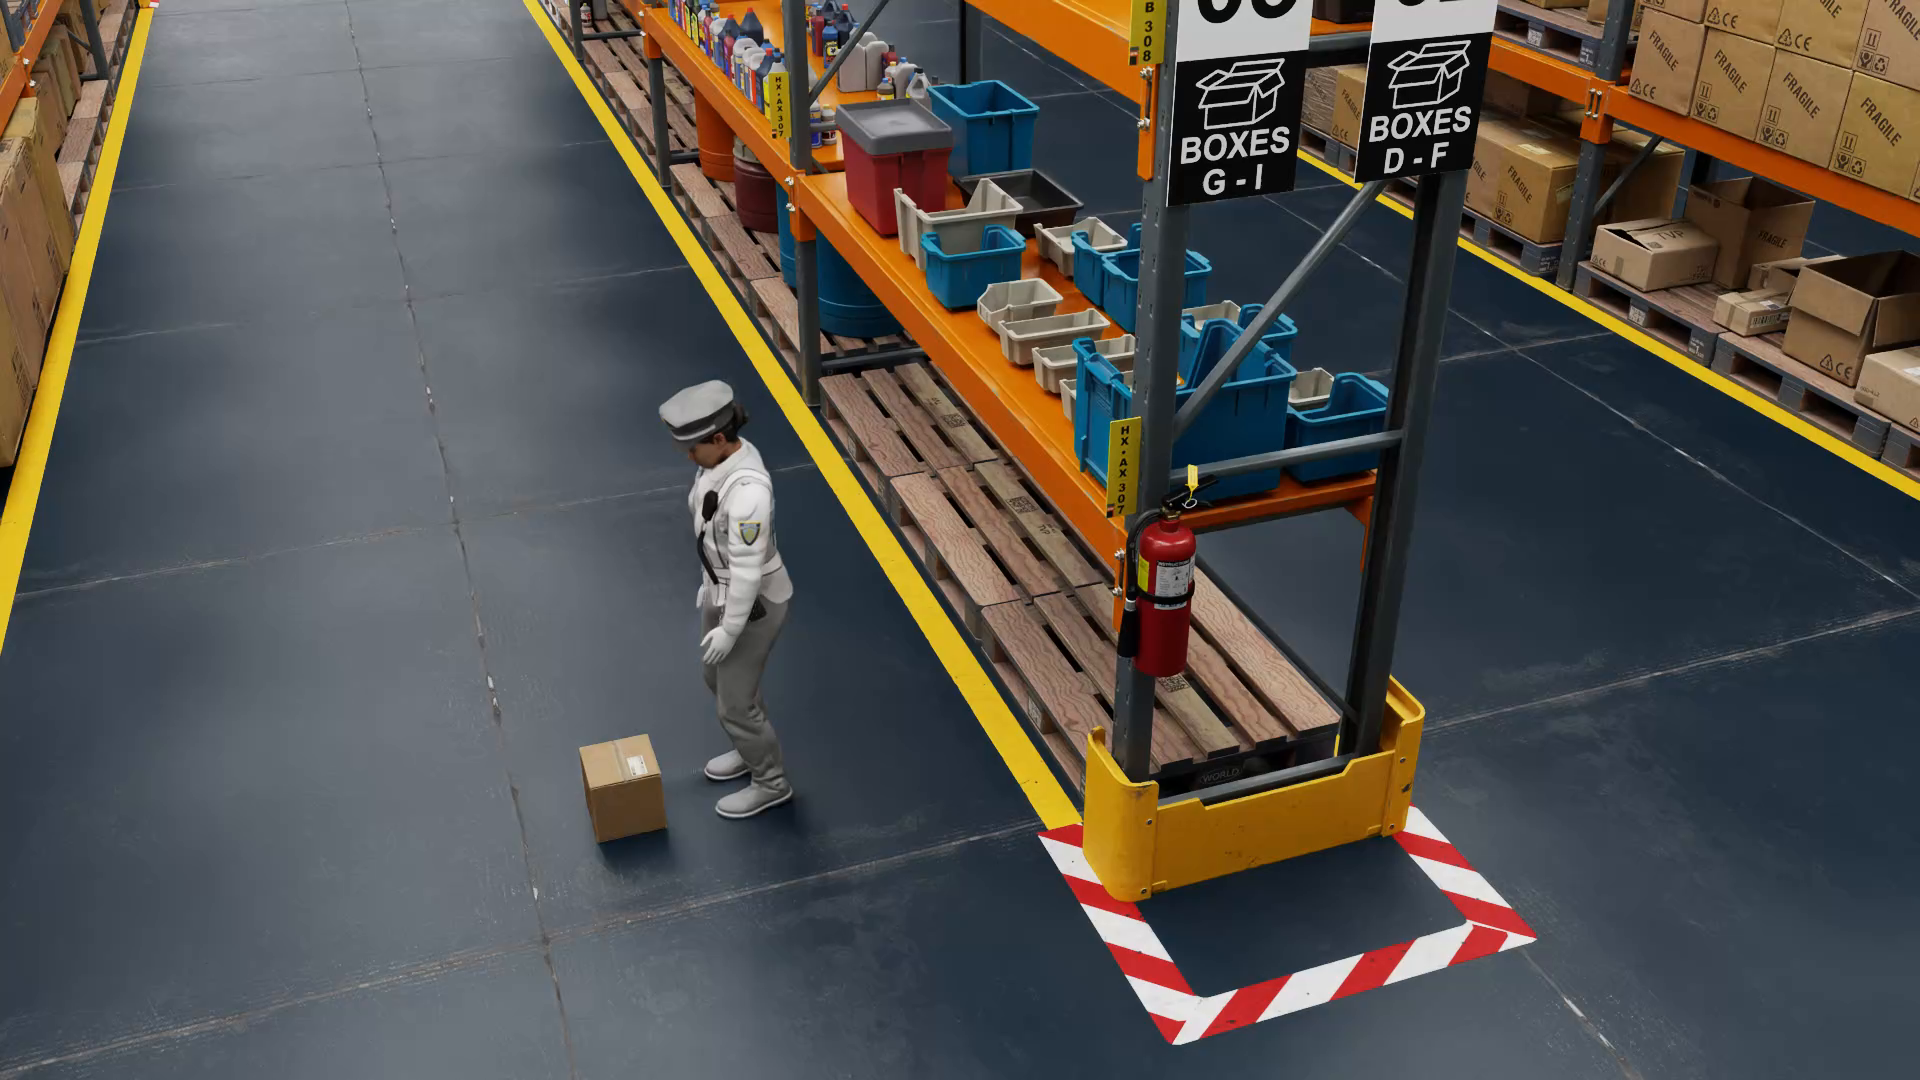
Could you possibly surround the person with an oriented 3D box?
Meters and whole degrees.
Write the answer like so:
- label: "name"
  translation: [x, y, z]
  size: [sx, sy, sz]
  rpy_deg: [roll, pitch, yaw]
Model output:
- label: "person"
  translation: [-0.778, 0.226, 5.769]
  size: [0.396, 1.644, 0.488]
  rpy_deg: [-10, 31, -16]
